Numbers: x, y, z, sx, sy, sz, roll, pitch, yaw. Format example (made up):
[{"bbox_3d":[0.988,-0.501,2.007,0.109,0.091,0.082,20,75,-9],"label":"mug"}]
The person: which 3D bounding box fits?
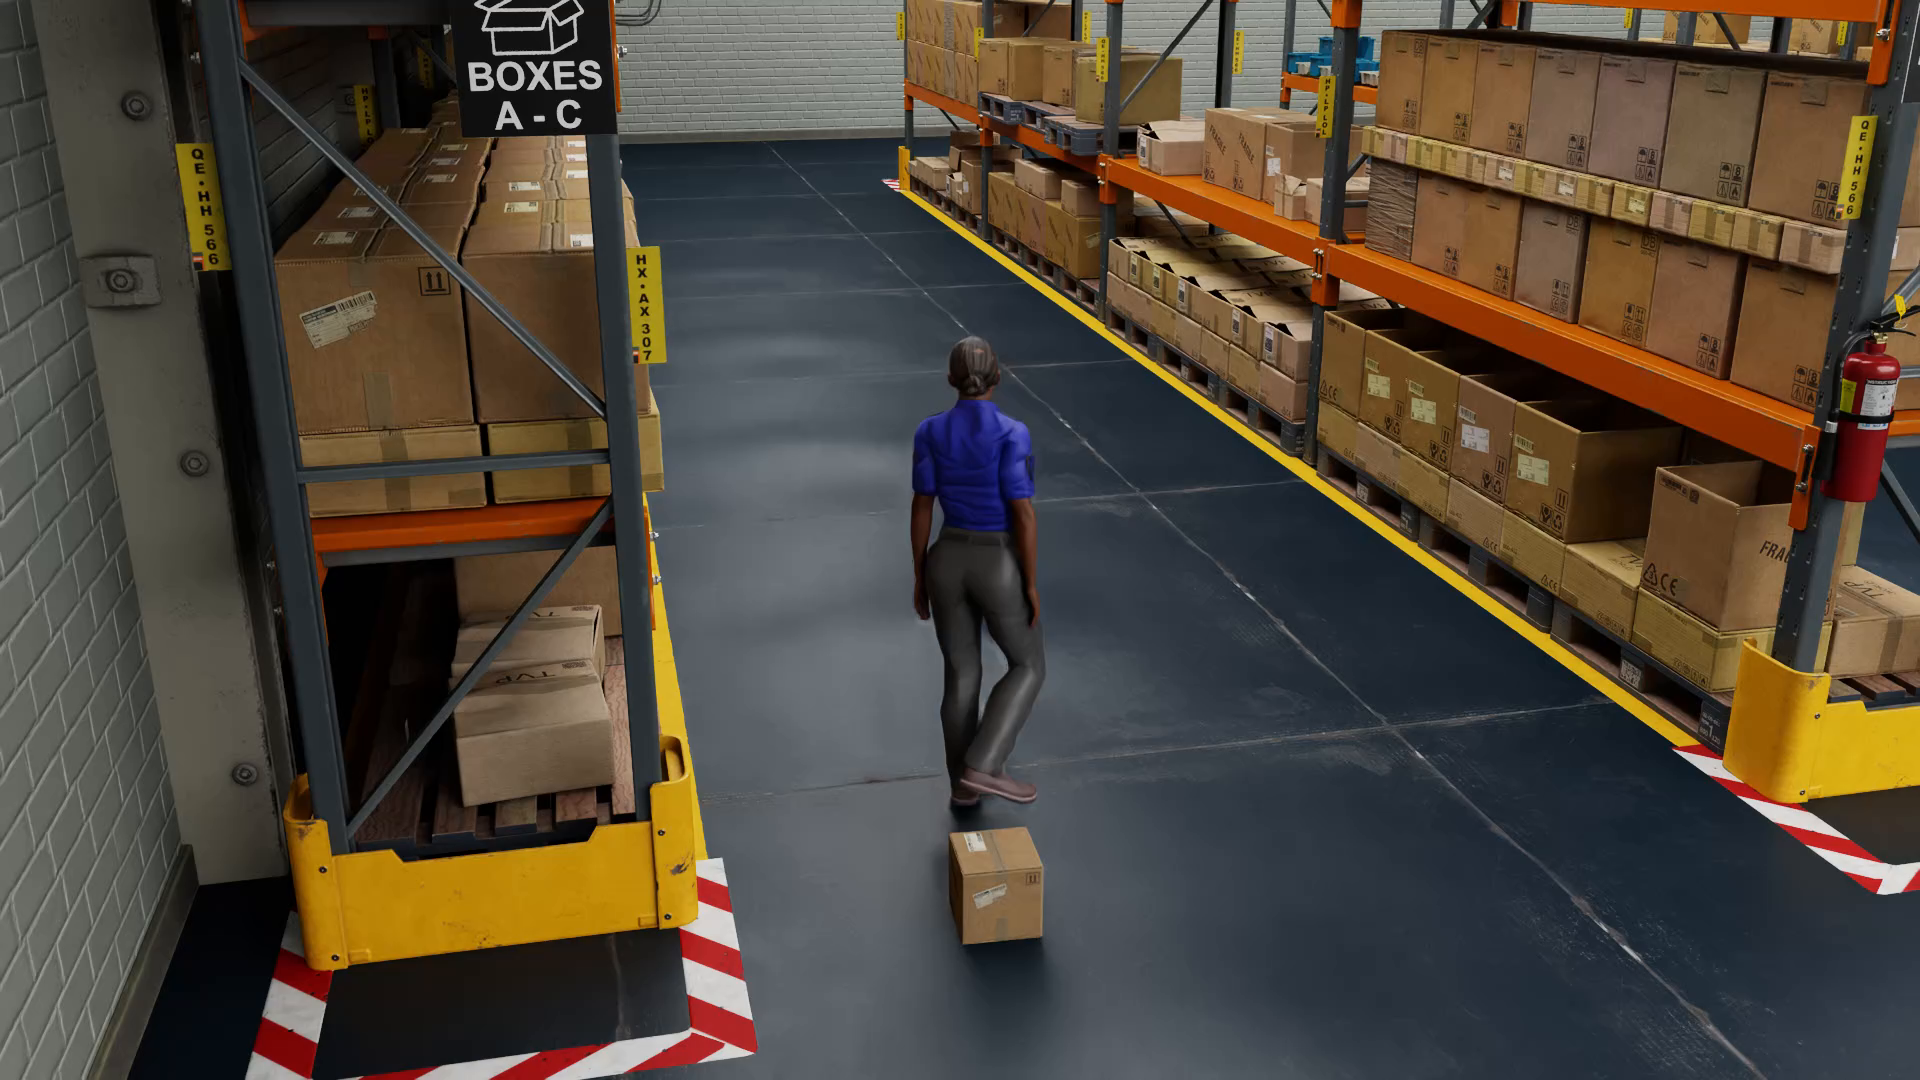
[{"bbox_3d":[0.051,0.153,5.647,0.524,1.652,0.511,8,21,21],"label":"person"}]
